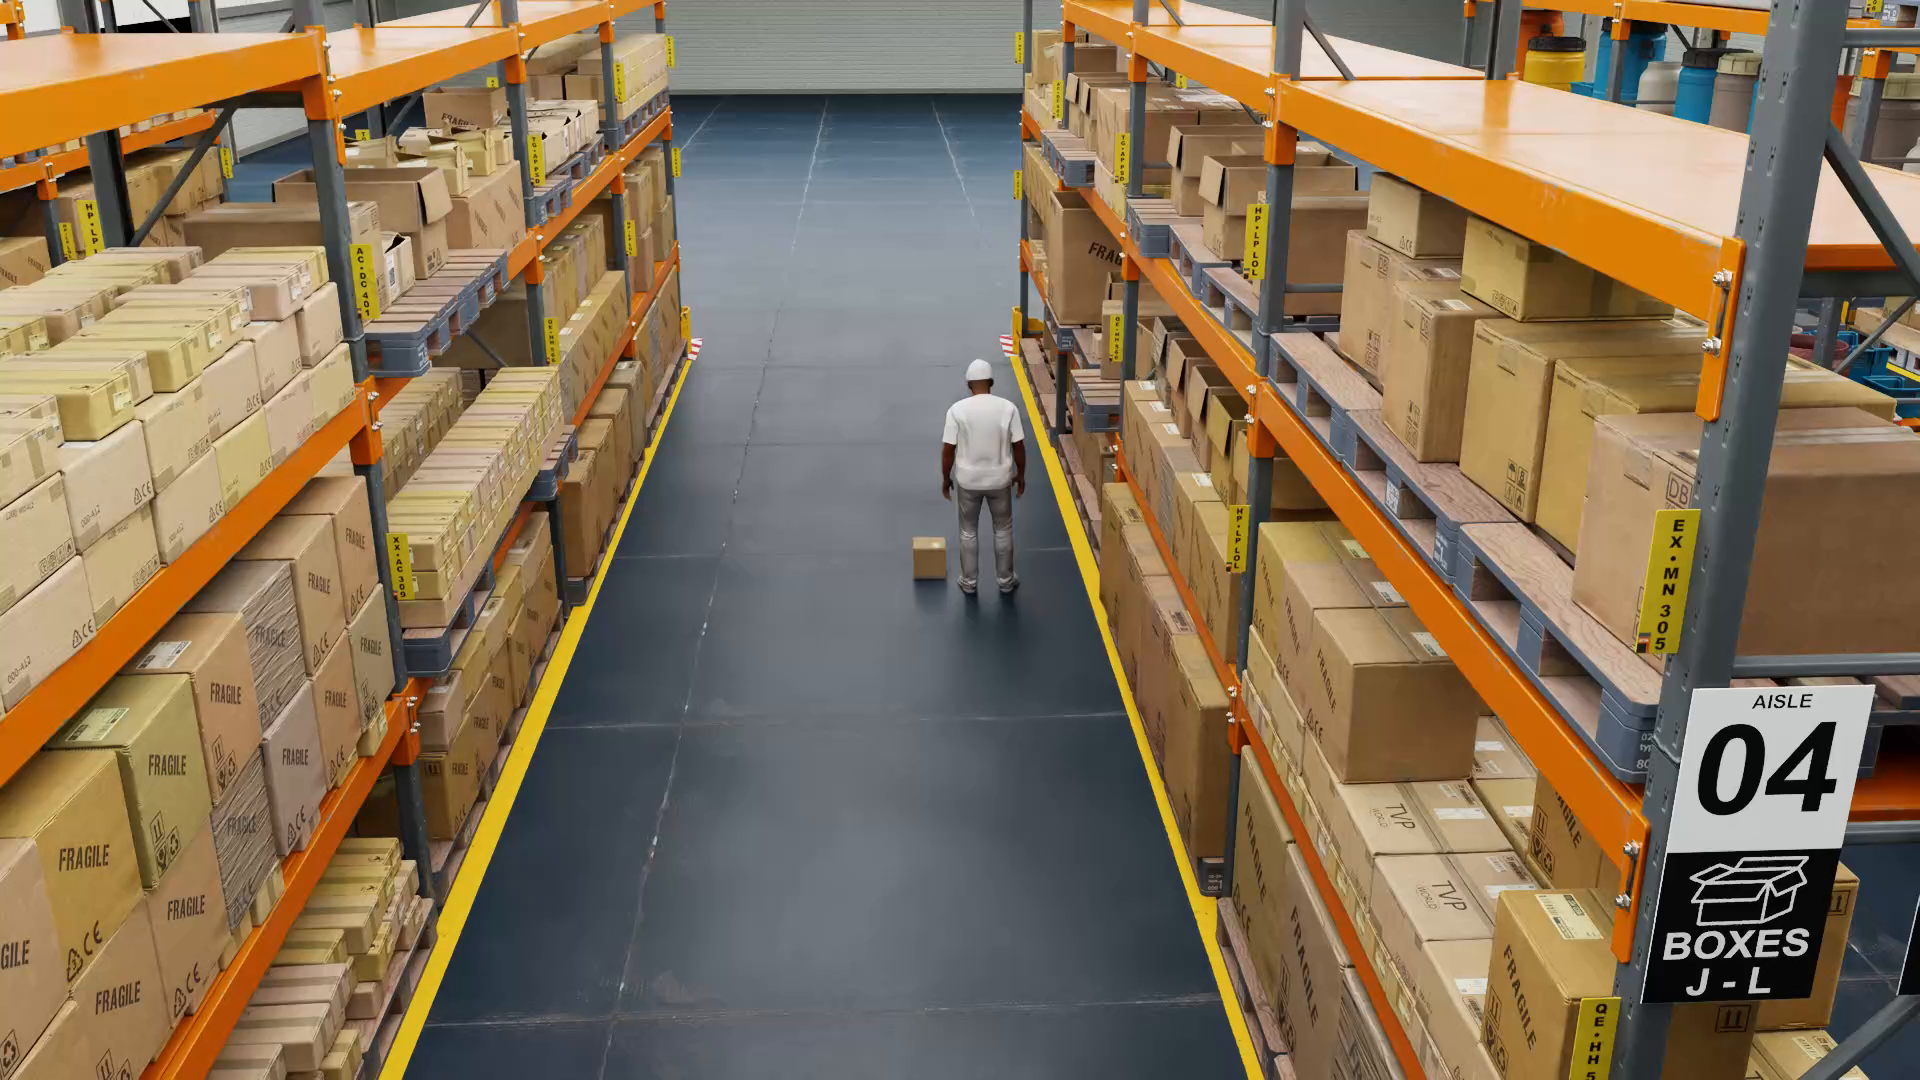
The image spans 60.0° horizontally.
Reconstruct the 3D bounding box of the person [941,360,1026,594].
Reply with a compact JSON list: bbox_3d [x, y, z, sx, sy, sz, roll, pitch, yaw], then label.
[{"bbox_3d":[0.173,-0.463,12.305,0.626,1.759,0.463,-1,20,-3],"label":"person"}]
